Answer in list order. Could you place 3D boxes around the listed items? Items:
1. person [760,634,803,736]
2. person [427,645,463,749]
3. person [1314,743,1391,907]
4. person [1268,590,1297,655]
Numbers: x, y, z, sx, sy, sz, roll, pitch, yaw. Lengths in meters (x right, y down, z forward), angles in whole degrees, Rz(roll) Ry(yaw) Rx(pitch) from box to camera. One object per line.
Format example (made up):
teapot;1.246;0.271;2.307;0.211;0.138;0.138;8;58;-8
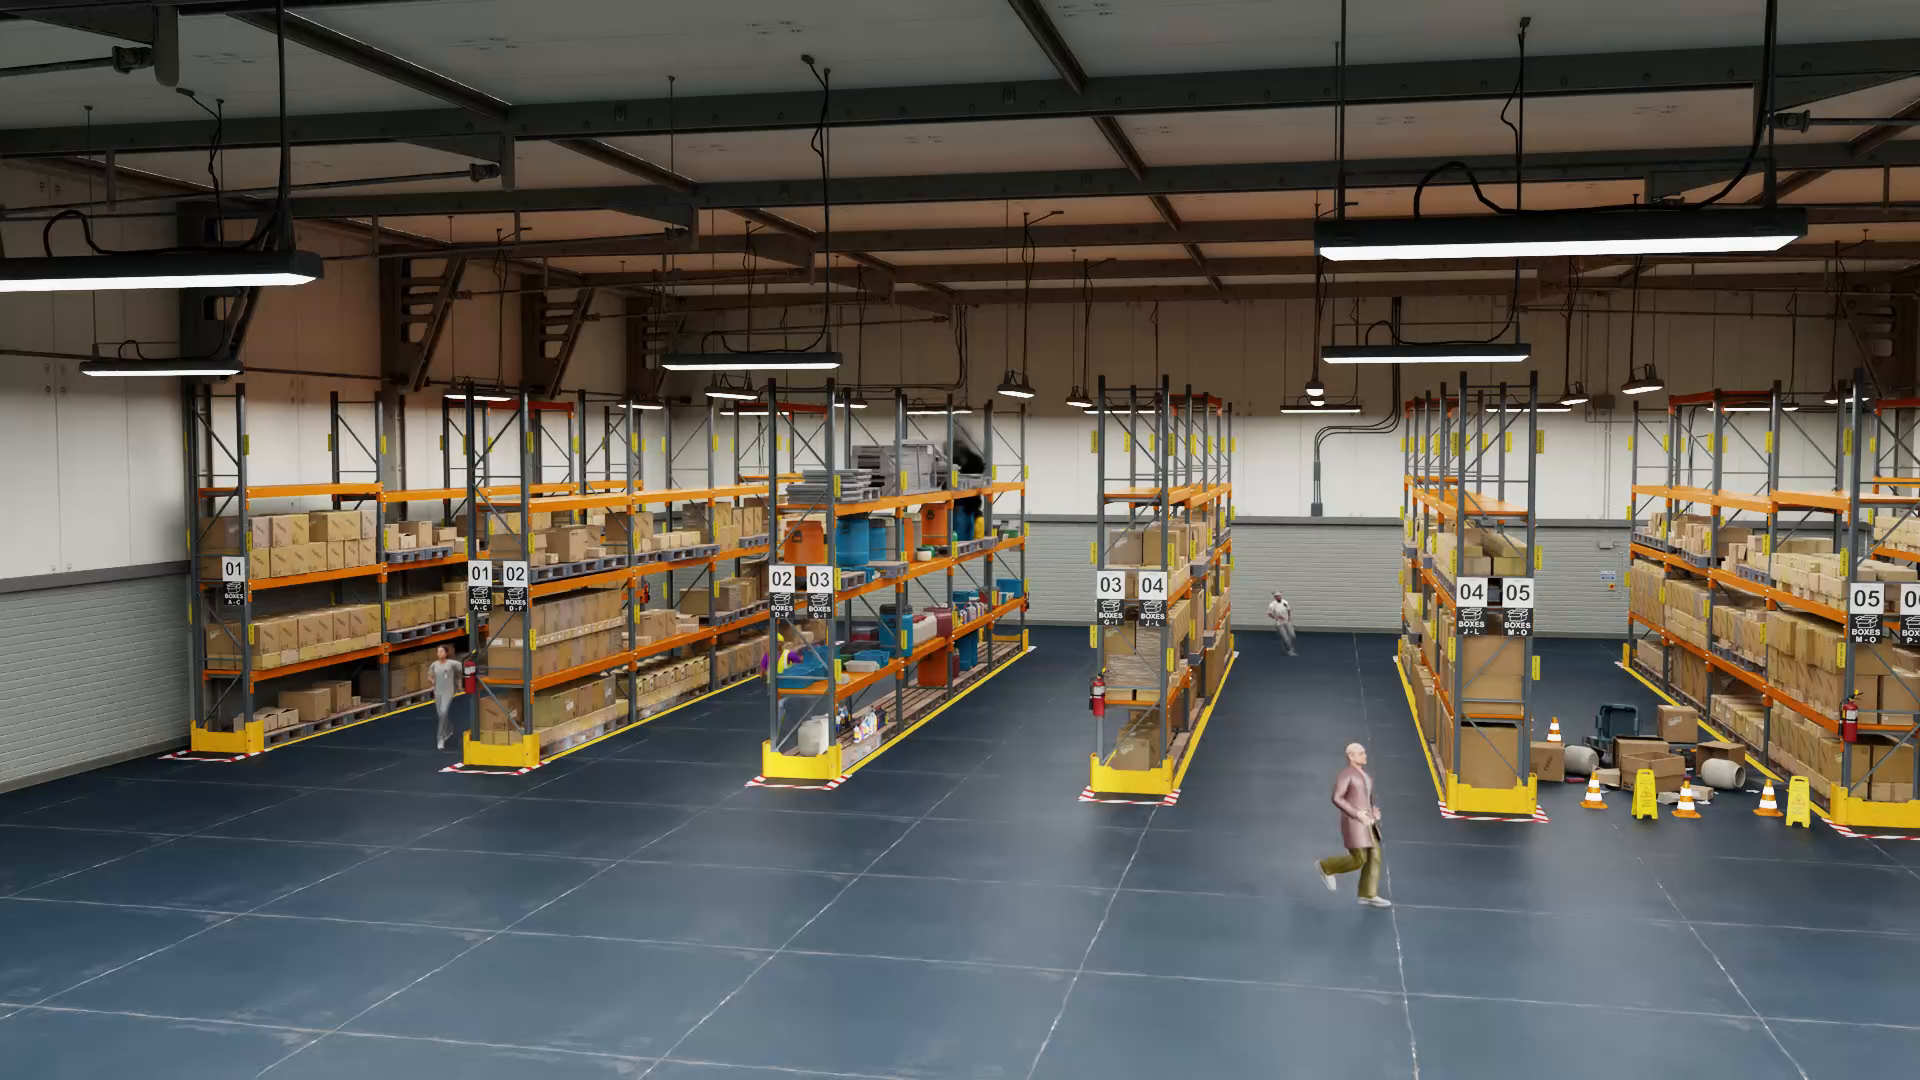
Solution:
person;-3.116;2.501;28.660;0.712;1.754;0.896;1;3;12
person;-8.600;2.596;27.757;0.570;1.698;0.825;0;3;7
person;4.303;3.085;18.128;0.865;1.745;0.726;3;4;39
person;7.642;1.953;39.311;0.713;1.569;0.574;-1;3;-12
